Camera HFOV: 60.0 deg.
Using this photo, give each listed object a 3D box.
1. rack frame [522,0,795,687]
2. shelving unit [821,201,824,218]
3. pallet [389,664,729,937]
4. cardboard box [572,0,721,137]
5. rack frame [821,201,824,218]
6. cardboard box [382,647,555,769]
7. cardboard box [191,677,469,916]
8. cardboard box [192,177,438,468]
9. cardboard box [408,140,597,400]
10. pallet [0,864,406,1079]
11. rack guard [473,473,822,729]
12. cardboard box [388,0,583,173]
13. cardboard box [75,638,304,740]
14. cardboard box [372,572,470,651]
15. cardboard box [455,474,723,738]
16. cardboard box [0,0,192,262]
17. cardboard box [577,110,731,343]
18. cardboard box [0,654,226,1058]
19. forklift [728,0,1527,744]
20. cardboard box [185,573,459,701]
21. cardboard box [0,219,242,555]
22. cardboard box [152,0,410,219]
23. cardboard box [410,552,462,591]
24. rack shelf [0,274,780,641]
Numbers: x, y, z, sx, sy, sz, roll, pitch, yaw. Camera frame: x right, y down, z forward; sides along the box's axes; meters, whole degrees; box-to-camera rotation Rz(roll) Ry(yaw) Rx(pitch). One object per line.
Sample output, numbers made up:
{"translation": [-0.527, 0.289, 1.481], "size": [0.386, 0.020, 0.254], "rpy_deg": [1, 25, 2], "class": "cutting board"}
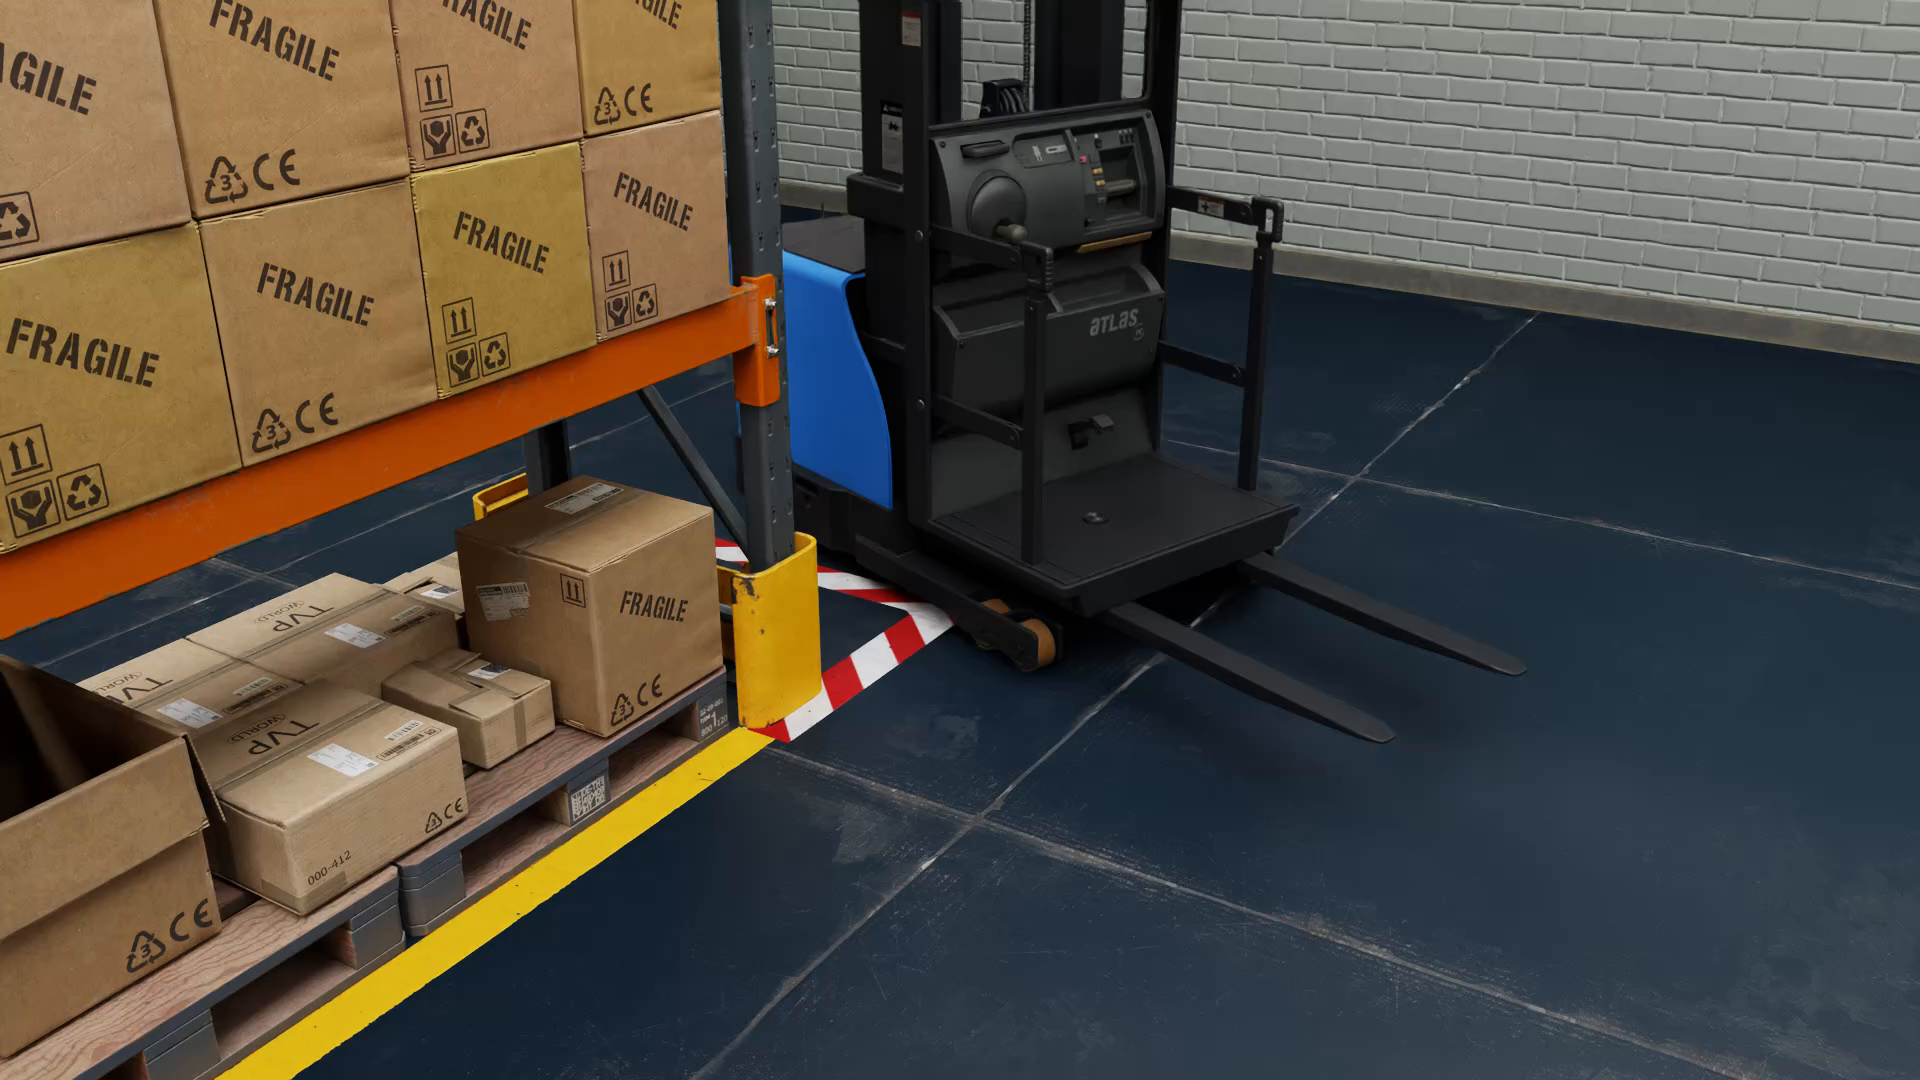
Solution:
{"translation": [-0.952, -1.011, 4.809], "size": [1.000, 3.000, 0.127], "rpy_deg": [14, 27, 29], "class": "rack frame"}
{"translation": [-0.433, -0.870, 6.937], "size": [0.252, 1.050, 0.215], "rpy_deg": [-2, 24, -5], "class": "shelving unit"}
{"translation": [-1.412, 0.564, 4.682], "size": [1.003, 0.211, 1.213], "rpy_deg": [14, 27, 29], "class": "pallet"}
{"translation": [-0.954, -1.308, 4.110], "size": [0.500, 0.500, 0.500], "rpy_deg": [14, 27, 29], "class": "cardboard box"}
{"translation": [-0.554, -0.866, 6.928], "size": [0.008, 1.050, 0.200], "rpy_deg": [-2, 24, -5], "class": "rack frame"}
{"translation": [-1.320, 0.441, 4.469], "size": [0.380, 0.166, 0.250], "rpy_deg": [14, 27, 29], "class": "cardboard box"}
{"translation": [-1.556, 0.599, 3.998], "size": [0.500, 0.250, 0.500], "rpy_deg": [14, 27, 29], "class": "cardboard box"}
{"translation": [-1.496, -0.505, 3.516], "size": [0.500, 0.500, 0.500], "rpy_deg": [14, 27, 29], "class": "cardboard box"}
{"translation": [-1.228, -0.672, 3.902], "size": [0.500, 0.500, 0.500], "rpy_deg": [14, 27, 29], "class": "cardboard box"}
{"translation": [-2.057, 0.974, 3.734], "size": [1.003, 0.211, 1.213], "rpy_deg": [14, 27, 29], "class": "pallet"}
{"translation": [-0.992, 0.162, 5.246], "size": [1.175, 0.500, 0.348], "rpy_deg": [14, 27, 29], "class": "rack guard"}
{"translation": [-1.219, -1.137, 3.716], "size": [0.500, 0.500, 0.500], "rpy_deg": [15, 27, 30], "class": "cardboard box"}
{"translation": [-2.008, 0.511, 4.201], "size": [0.500, 0.250, 0.500], "rpy_deg": [14, 27, 29], "class": "cardboard box"}
{"translation": [-1.597, 0.241, 4.929], "size": [0.380, 0.166, 0.250], "rpy_deg": [14, 27, 29], "class": "cardboard box"}
{"translation": [-1.030, 0.170, 4.675], "size": [0.500, 0.500, 0.500], "rpy_deg": [14, 27, 29], "class": "cardboard box"}
{"translation": [-1.760, -0.788, 2.909], "size": [0.500, 0.500, 0.500], "rpy_deg": [15, 27, 31], "class": "cardboard box"}
{"translation": [-0.957, -0.848, 4.308], "size": [0.500, 0.500, 0.500], "rpy_deg": [15, 27, 31], "class": "cardboard box"}
{"translation": [-2.076, 0.648, 3.566], "size": [0.797, 0.503, 0.637], "rpy_deg": [14, 27, 29], "class": "cardboard box"}
{"translation": [0.439, -1.151, 5.219], "size": [1.130, 2.935, 3.031], "rpy_deg": [-18, 29, -35], "class": "forklift"}
{"translation": [-1.744, 0.342, 4.591], "size": [0.500, 0.250, 0.500], "rpy_deg": [14, 27, 29], "class": "cardboard box"}
{"translation": [-1.762, -0.335, 3.123], "size": [0.500, 0.500, 0.500], "rpy_deg": [13, 27, 28], "class": "cardboard box"}
{"translation": [-1.489, -0.961, 3.309], "size": [0.500, 0.500, 0.500], "rpy_deg": [15, 27, 30], "class": "cardboard box"}
{"translation": [-1.465, 0.165, 5.128], "size": [0.380, 0.149, 0.250], "rpy_deg": [14, 27, 29], "class": "cardboard box"}
{"translation": [-2.007, -0.005, 3.392], "size": [1.077, 0.370, 4.000], "rpy_deg": [14, 27, 29], "class": "rack shelf"}
